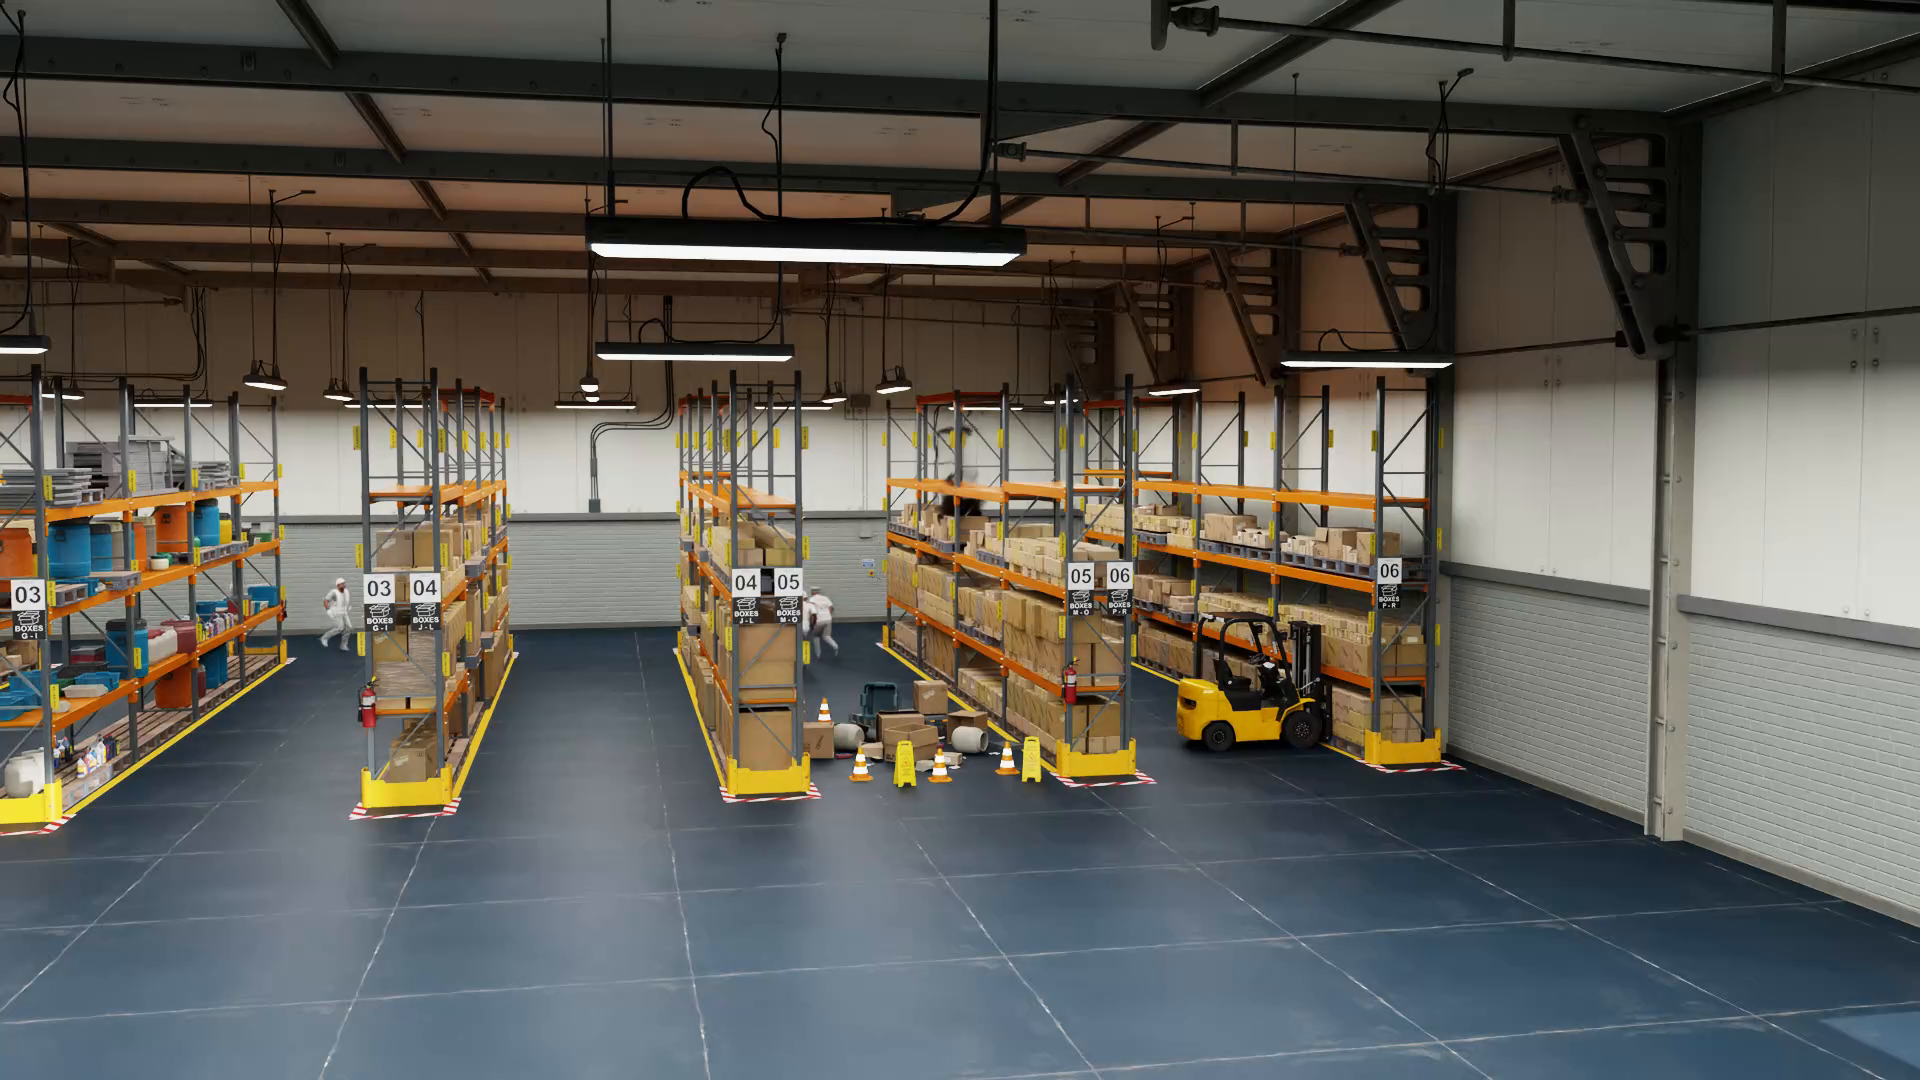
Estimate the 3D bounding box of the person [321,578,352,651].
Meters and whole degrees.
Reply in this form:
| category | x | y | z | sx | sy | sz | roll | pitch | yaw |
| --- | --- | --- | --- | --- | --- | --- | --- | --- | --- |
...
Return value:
| category | x | y | z | sx | sy | sz | roll | pitch | yaw |
| --- | --- | --- | --- | --- | --- | --- | --- | --- | --- |
| person | -14.885 | 1.789 | 39.825 | 0.573 | 1.751 | 0.827 | 1 | 4 | 15 |

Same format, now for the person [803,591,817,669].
| category | x | y | z | sx | sy | sz | roll | pitch | yaw |
| --- | --- | --- | --- | --- | --- | --- | --- | --- | --- |
| person | -3.463 | 1.996 | 36.203 | 0.699 | 1.754 | 1.020 | 0 | 3 | -4 |

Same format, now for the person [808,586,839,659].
| category | x | y | z | sx | sy | sz | roll | pitch | yaw |
| --- | --- | --- | --- | --- | --- | --- | --- | --- | --- |
| person | -3.099 | 1.936 | 37.867 | 0.693 | 1.720 | 1.009 | -3 | 4 | -40 |
